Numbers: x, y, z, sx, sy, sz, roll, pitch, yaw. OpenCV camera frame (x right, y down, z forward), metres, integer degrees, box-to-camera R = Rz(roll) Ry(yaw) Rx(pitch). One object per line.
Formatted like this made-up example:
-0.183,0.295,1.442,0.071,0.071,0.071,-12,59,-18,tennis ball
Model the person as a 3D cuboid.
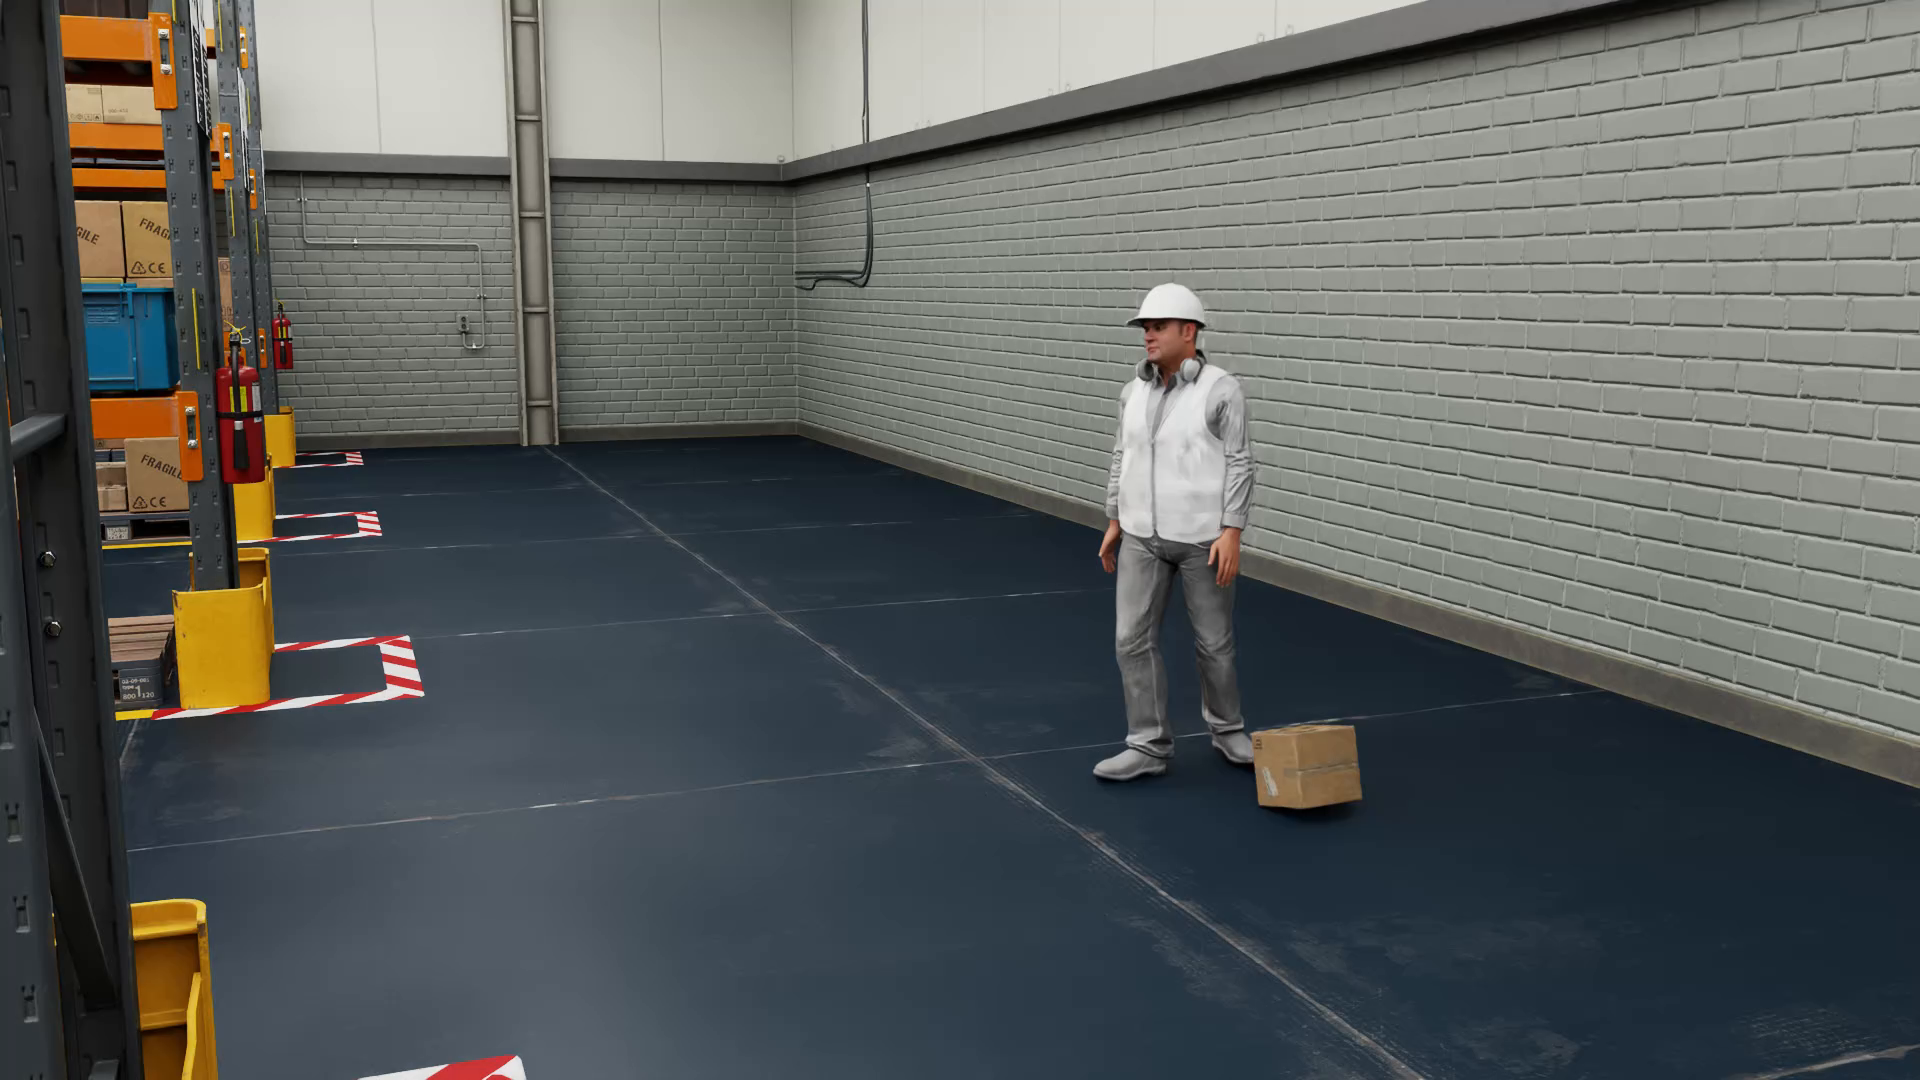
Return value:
0.782,-0.033,5.998,0.614,1.766,0.618,6,11,35,person
